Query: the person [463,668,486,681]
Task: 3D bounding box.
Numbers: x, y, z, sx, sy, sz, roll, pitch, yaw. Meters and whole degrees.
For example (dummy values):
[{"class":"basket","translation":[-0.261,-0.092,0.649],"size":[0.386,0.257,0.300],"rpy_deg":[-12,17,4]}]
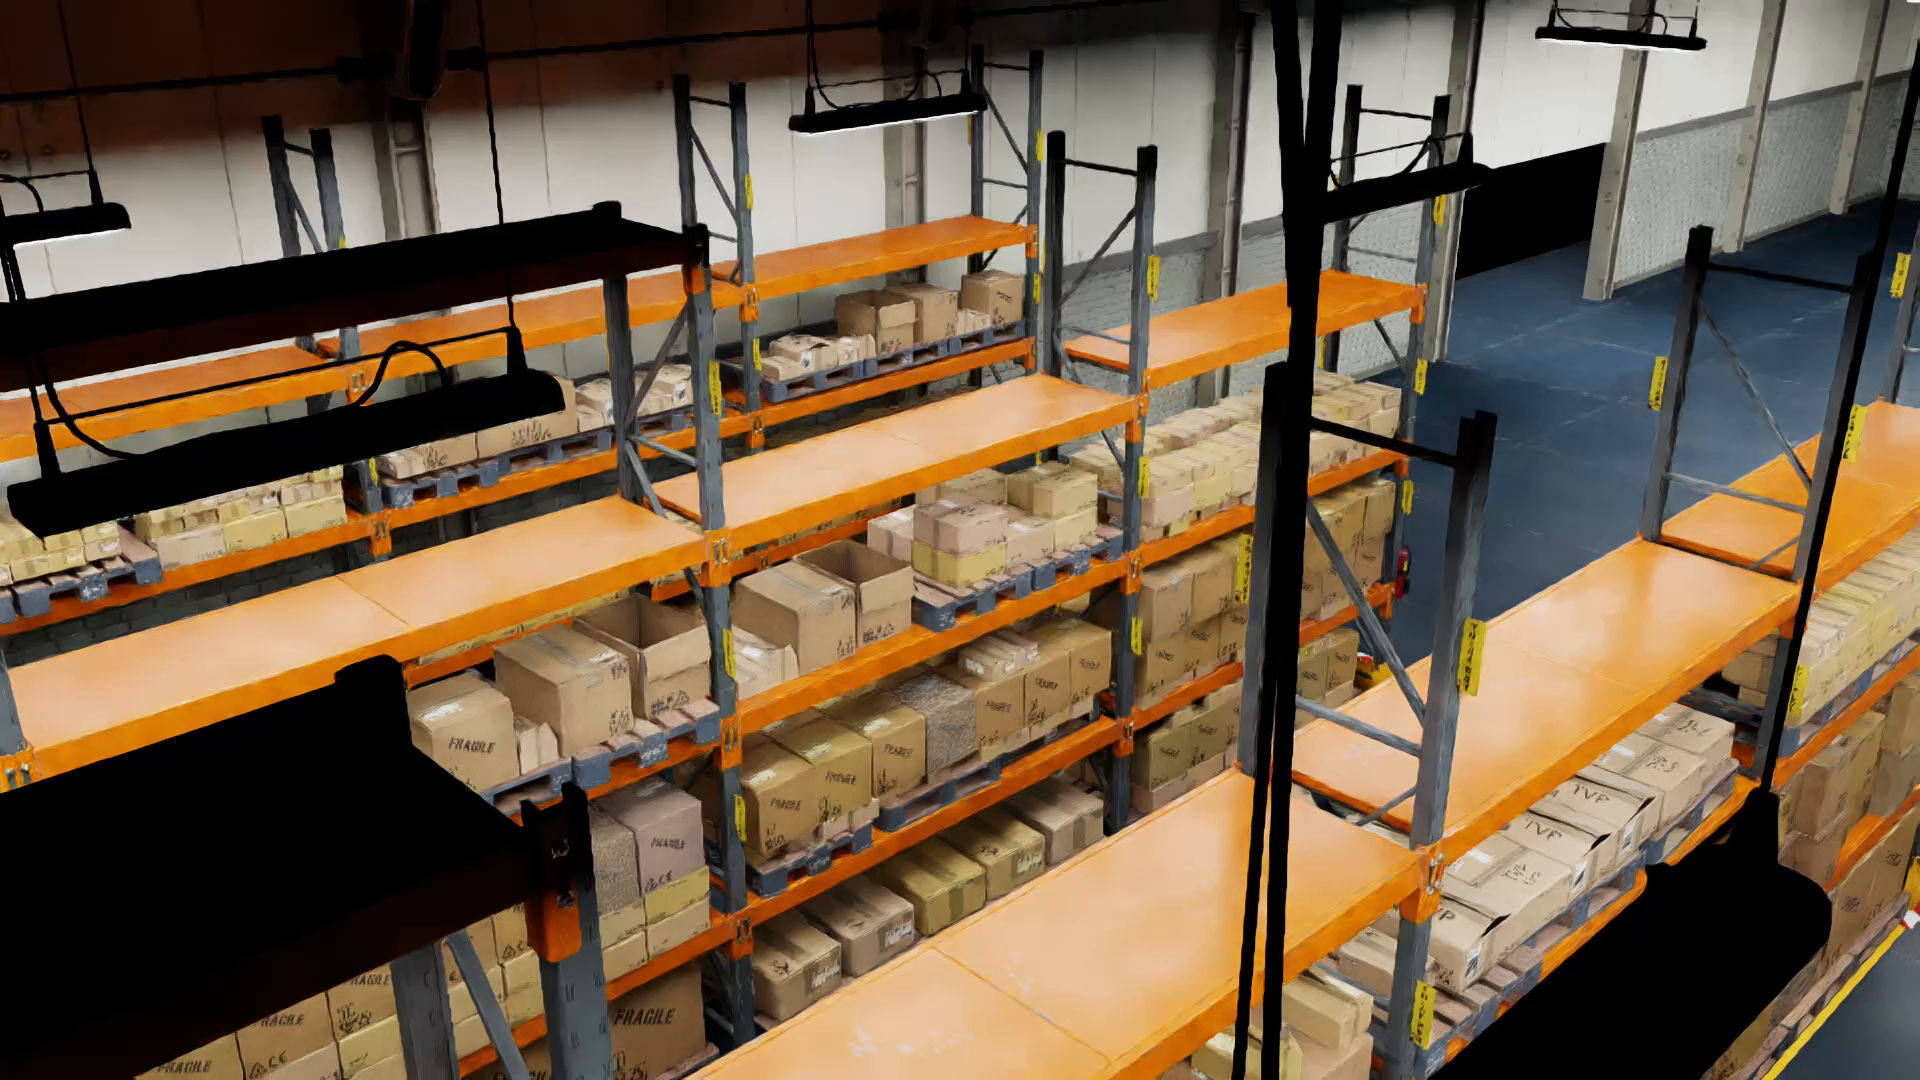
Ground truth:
[{"class":"person","translation":[-4.081,1.840,14.207],"size":[0.581,1.650,0.549],"rpy_deg":[-8,24,-19]}]
